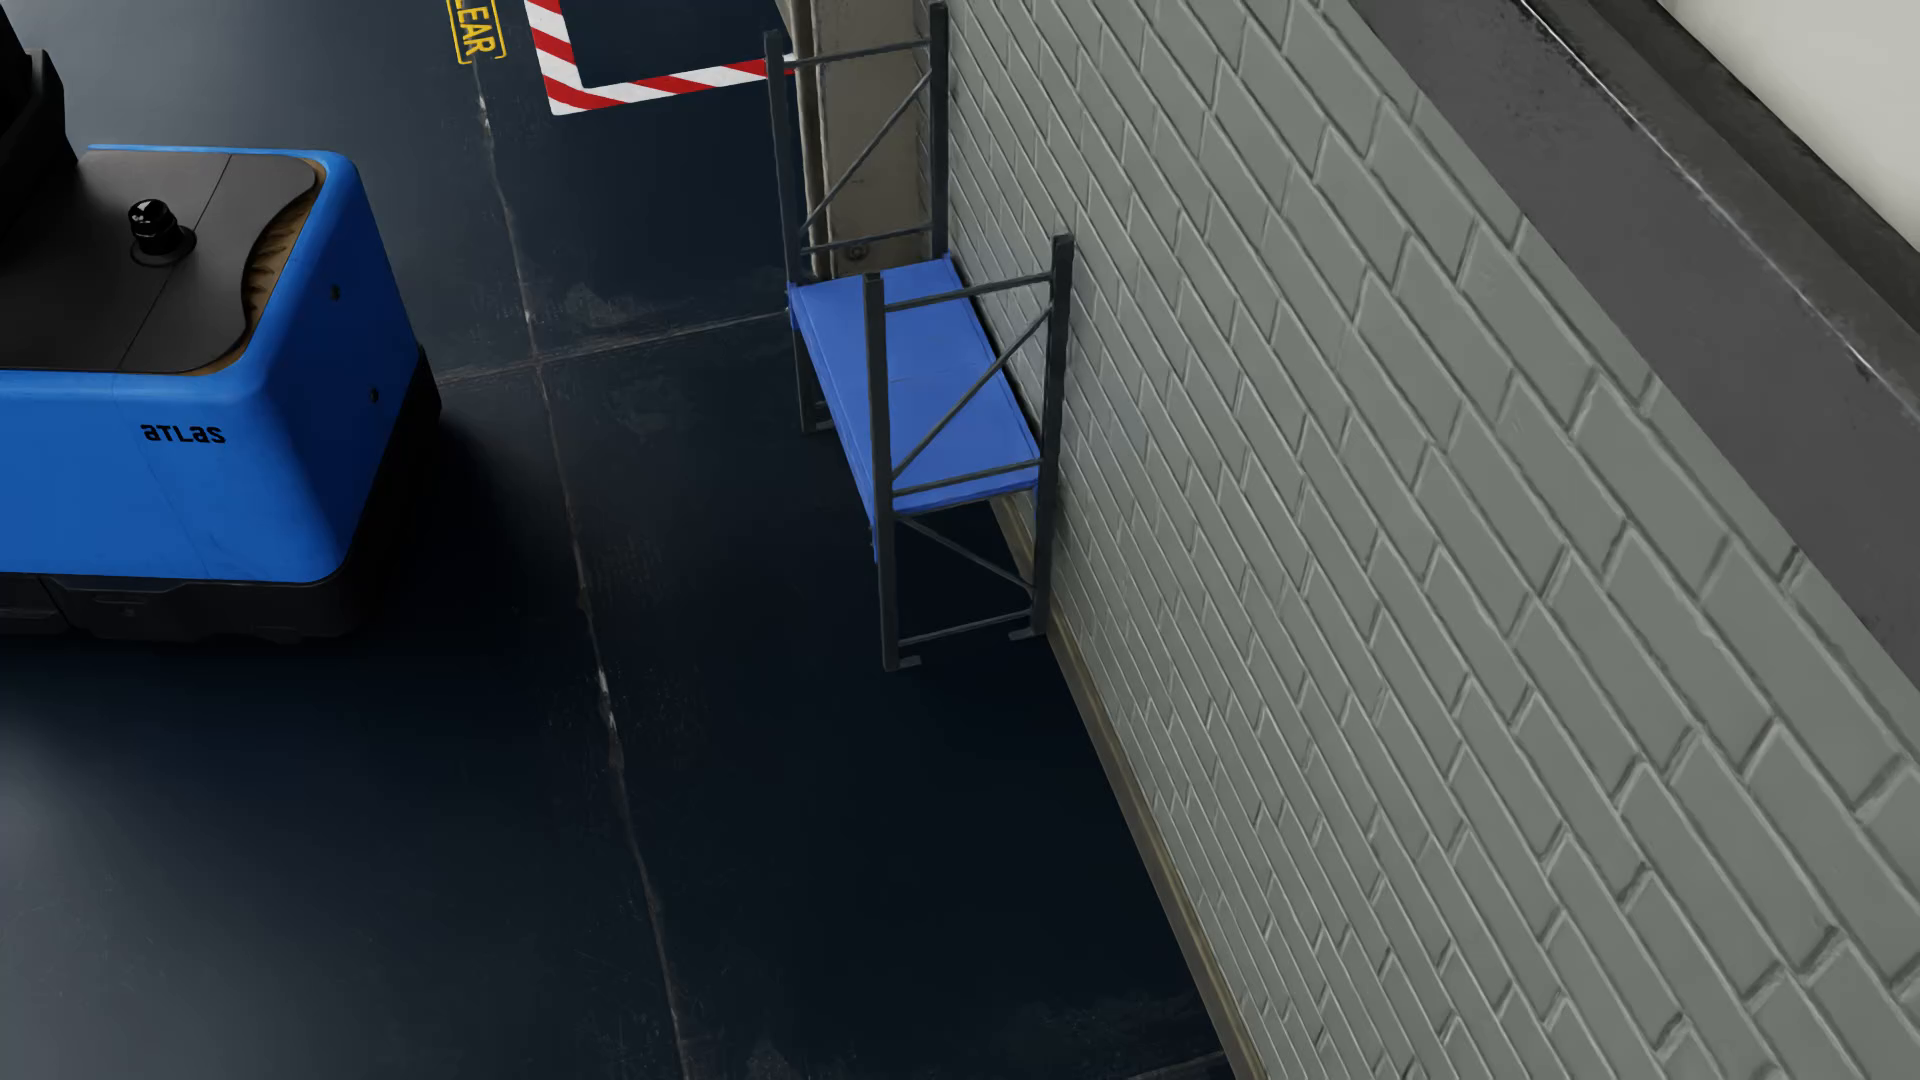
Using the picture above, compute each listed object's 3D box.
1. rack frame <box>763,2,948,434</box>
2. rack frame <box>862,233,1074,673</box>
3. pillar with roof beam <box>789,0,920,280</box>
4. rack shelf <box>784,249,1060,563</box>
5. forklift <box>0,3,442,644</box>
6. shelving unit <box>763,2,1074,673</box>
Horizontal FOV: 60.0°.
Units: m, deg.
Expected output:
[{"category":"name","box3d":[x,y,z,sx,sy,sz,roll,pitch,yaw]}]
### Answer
[{"category":"rack frame","box3d":[-0.280,-0.903,5.006,0.500,1.500,0.032,-13,51,-11]},{"category":"rack frame","box3d":[0.019,-0.161,4.378,0.500,1.500,0.032,-13,51,-11]},{"category":"pillar with roof beam","box3d":[-4.448,-2.809,1.733,9.100,9.000,0.400,-13,51,-11]},{"category":"rack shelf","box3d":[-0.131,-0.416,4.829,0.538,0.185,1.000,-13,51,-11]},{"category":"forklift","box3d":[-3.255,-1.063,4.229,3.031,2.935,1.130,2,50,2]},{"category":"shelving unit","box3d":[-0.131,-0.532,4.692,0.538,1.500,1.048,-13,51,-11]}]
